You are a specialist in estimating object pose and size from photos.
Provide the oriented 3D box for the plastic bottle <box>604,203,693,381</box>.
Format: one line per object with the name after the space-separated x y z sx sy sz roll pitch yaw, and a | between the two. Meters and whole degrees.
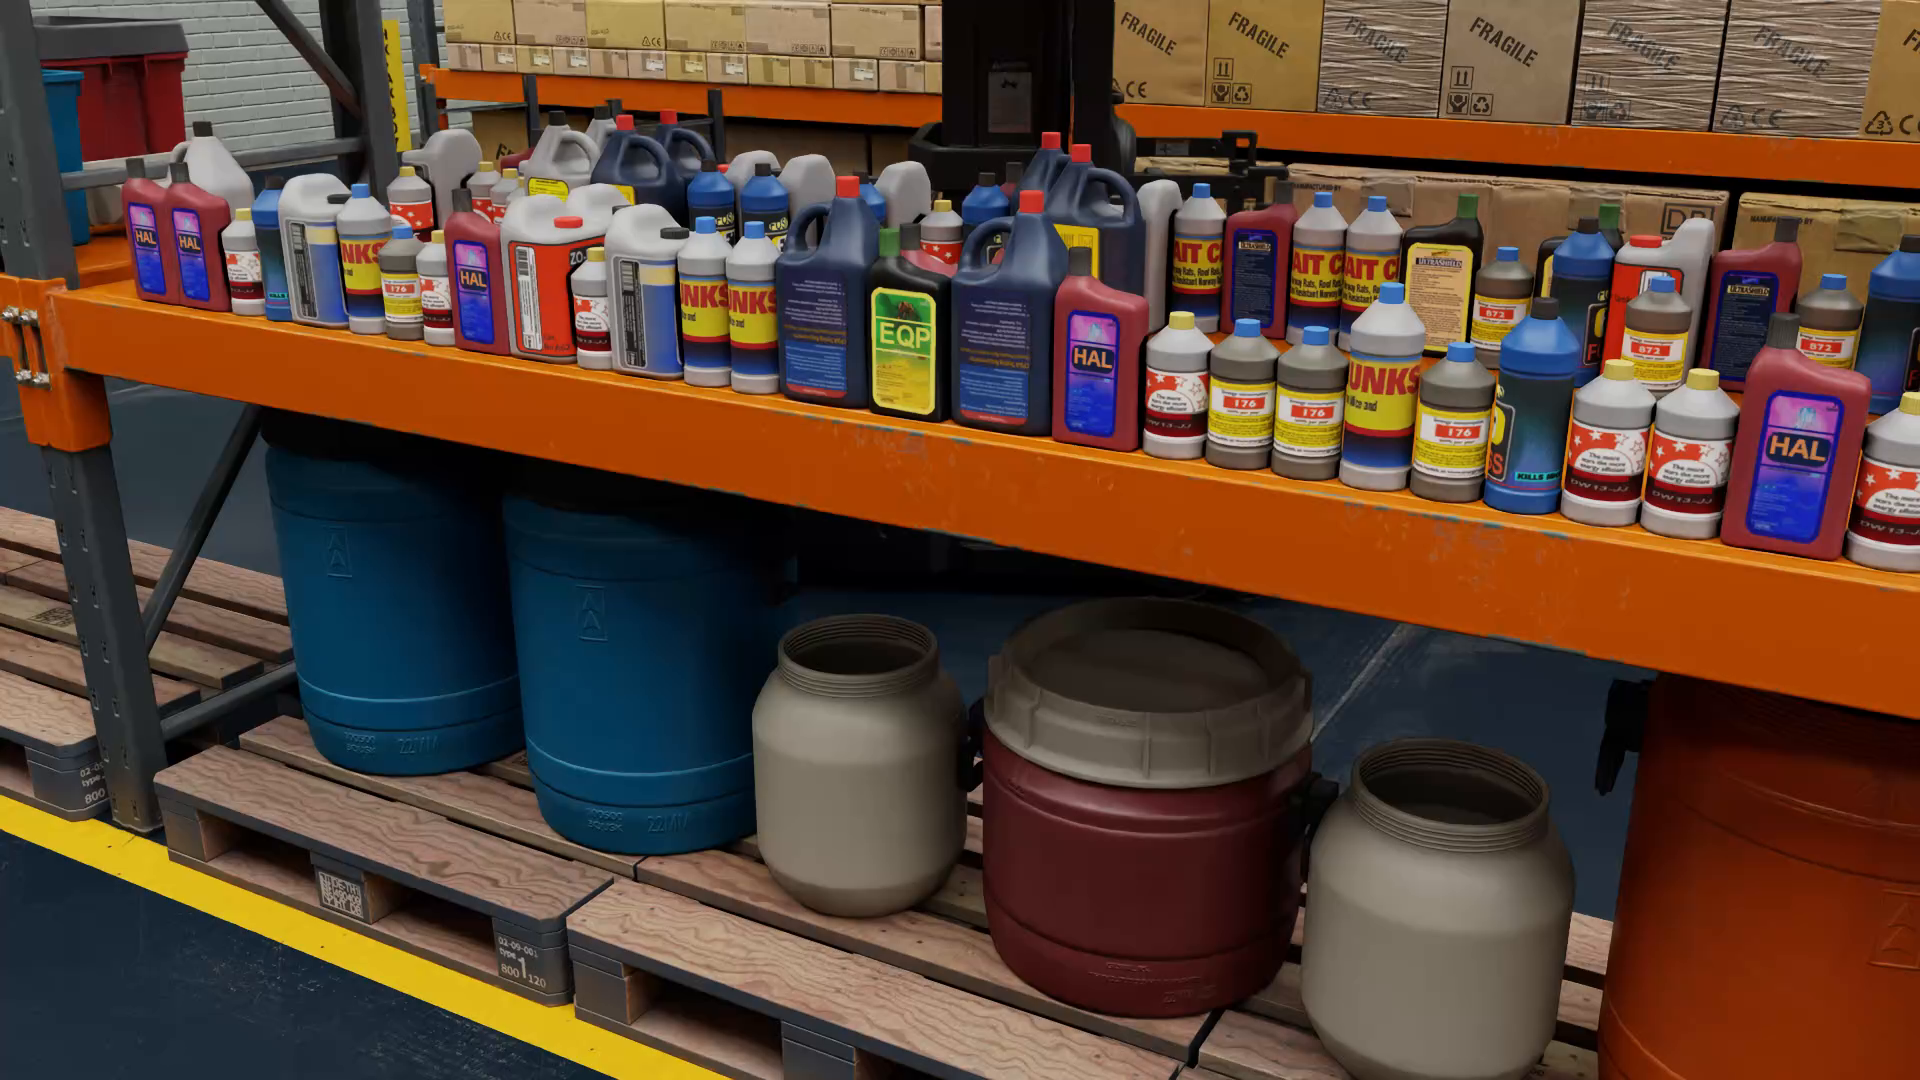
-0.501 -0.424 2.818 0.135 0.276 0.152 11 23 27 | plastic bottle

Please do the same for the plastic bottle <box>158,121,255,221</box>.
-1.546 -0.681 3.415 0.185 0.351 0.144 11 23 27 | plastic bottle

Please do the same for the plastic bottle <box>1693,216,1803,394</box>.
1.277 -0.382 2.690 0.133 0.283 0.061 11 23 27 | plastic bottle

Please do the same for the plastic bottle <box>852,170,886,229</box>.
-0.194 -0.590 3.281 0.097 0.271 0.097 0 20 0 | plastic bottle

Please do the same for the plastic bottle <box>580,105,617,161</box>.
-0.768 -0.787 3.708 0.185 0.351 0.144 11 23 27 | plastic bottle

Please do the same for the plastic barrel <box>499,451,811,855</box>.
-0.645 0.137 3.551 0.708 0.901 0.600 11 23 27 | plastic barrel

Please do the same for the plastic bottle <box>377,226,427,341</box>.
-1.020 -0.477 3.073 0.097 0.201 0.097 0 20 0 | plastic bottle

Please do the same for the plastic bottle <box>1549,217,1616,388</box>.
1.020 -0.394 2.742 0.097 0.271 0.097 0 20 0 | plastic bottle

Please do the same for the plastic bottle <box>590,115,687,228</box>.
-0.677 -0.713 3.505 0.185 0.351 0.144 11 23 27 | plastic bottle

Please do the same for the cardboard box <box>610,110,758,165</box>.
-1.415 -1.970 9.397 0.875 0.875 0.875 11 23 27 | cardboard box

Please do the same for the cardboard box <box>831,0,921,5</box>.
-0.282 -2.843 7.989 0.500 0.500 0.500 11 23 28 | cardboard box

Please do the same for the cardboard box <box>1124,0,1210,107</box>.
0.965 -2.236 7.484 0.500 0.500 0.500 11 23 27 | cardboard box

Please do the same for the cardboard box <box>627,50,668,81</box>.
-1.534 -2.517 8.773 0.250 0.149 0.380 11 22 27 | cardboard box

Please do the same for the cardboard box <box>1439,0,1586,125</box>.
2.295 -1.985 6.792 0.500 0.500 0.500 11 23 28 | cardboard box

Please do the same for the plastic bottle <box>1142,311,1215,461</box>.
0.312 -0.224 2.374 0.097 0.201 0.097 0 20 0 | plastic bottle

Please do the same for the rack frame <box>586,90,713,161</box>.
-1.041 -0.786 5.832 0.032 1.500 0.500 17 26 38 | rack frame

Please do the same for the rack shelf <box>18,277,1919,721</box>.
0.016 -0.195 3.058 4.000 0.370 1.077 11 23 27 | rack shelf

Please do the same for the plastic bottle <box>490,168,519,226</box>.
-1.027 -0.751 3.829 0.097 0.201 0.097 0 20 0 | plastic bottle

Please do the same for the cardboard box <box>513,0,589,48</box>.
-2.062 -2.830 9.051 0.500 0.250 0.500 10 22 27 | cardboard box

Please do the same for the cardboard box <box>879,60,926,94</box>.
-0.190 -2.261 8.067 0.250 0.149 0.380 10 22 26 | cardboard box

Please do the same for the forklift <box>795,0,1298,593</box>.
0.681 -1.388 5.394 3.031 2.935 1.130 0 20 0 | forklift

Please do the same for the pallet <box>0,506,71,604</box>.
-3.460 0.132 5.192 1.213 0.211 1.003 11 23 27 | pallet

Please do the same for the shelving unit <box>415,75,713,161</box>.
-1.423 -0.900 6.147 1.048 1.500 0.538 17 26 38 | shelving unit

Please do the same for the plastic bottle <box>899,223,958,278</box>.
-0.045 -0.347 2.594 0.133 0.283 0.061 11 23 27 | plastic bottle

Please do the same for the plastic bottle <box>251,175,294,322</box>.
-1.307 -0.565 3.212 0.097 0.271 0.097 0 20 0 | plastic bottle

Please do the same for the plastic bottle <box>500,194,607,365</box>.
-0.704 -0.463 2.924 0.135 0.276 0.152 11 23 27 | plastic bottle

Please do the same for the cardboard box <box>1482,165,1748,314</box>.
2.810 -1.145 7.123 0.875 0.875 1.225 11 23 27 | cardboard box

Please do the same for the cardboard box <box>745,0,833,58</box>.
-0.727 -2.575 8.348 0.500 0.250 0.500 11 23 28 | cardboard box

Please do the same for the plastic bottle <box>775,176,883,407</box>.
-0.194 -0.399 2.639 0.185 0.351 0.144 11 23 27 | plastic bottle

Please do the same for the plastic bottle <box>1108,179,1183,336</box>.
0.331 -0.541 3.139 0.135 0.276 0.152 11 23 27 | plastic bottle

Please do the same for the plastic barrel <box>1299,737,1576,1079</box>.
0.790 0.628 2.767 0.421 0.512 0.421 0 20 0 | plastic barrel

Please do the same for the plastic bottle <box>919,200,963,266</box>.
-0.035 -0.586 3.373 0.097 0.201 0.097 0 20 0 | plastic bottle

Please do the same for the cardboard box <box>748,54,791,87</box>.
-0.863 -2.389 8.420 0.250 0.149 0.380 10 22 26 | cardboard box

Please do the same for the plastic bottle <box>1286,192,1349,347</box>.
0.647 -0.489 3.004 0.097 0.271 0.097 0 20 0 | plastic bottle

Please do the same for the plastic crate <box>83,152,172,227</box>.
-2.067 -0.890 4.218 0.243 0.136 0.396 11 23 27 | plastic crate

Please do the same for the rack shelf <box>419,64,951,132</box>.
-1.061 -2.334 8.957 4.000 0.370 1.077 11 23 27 | rack shelf

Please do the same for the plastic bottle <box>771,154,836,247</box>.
-0.352 -0.671 3.498 0.135 0.276 0.152 11 23 27 | plastic bottle

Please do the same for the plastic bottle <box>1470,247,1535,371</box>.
0.933 -0.402 2.865 0.097 0.201 0.097 0 20 0 | plastic bottle

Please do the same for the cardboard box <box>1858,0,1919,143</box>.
3.626 -1.730 6.089 0.500 0.500 0.500 12 23 29 | cardboard box

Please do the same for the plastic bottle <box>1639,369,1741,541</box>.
0.907 -0.110 2.061 0.097 0.201 0.097 0 20 0 | plastic bottle

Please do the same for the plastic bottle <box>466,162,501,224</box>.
-1.114 -0.792 3.940 0.097 0.201 0.097 0 20 0 | plastic bottle

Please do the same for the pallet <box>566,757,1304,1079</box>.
-0.008 0.789 3.382 1.213 0.211 1.003 11 23 27 | pallet

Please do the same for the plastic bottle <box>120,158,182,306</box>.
-1.618 -0.623 3.354 0.133 0.283 0.061 11 23 27 | plastic bottle

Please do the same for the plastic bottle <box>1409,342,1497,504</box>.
0.652 -0.159 2.195 0.097 0.201 0.097 0 20 0 | plastic bottle

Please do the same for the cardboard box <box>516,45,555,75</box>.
-2.210 -2.645 9.127 0.250 0.149 0.380 10 22 26 | cardboard box
